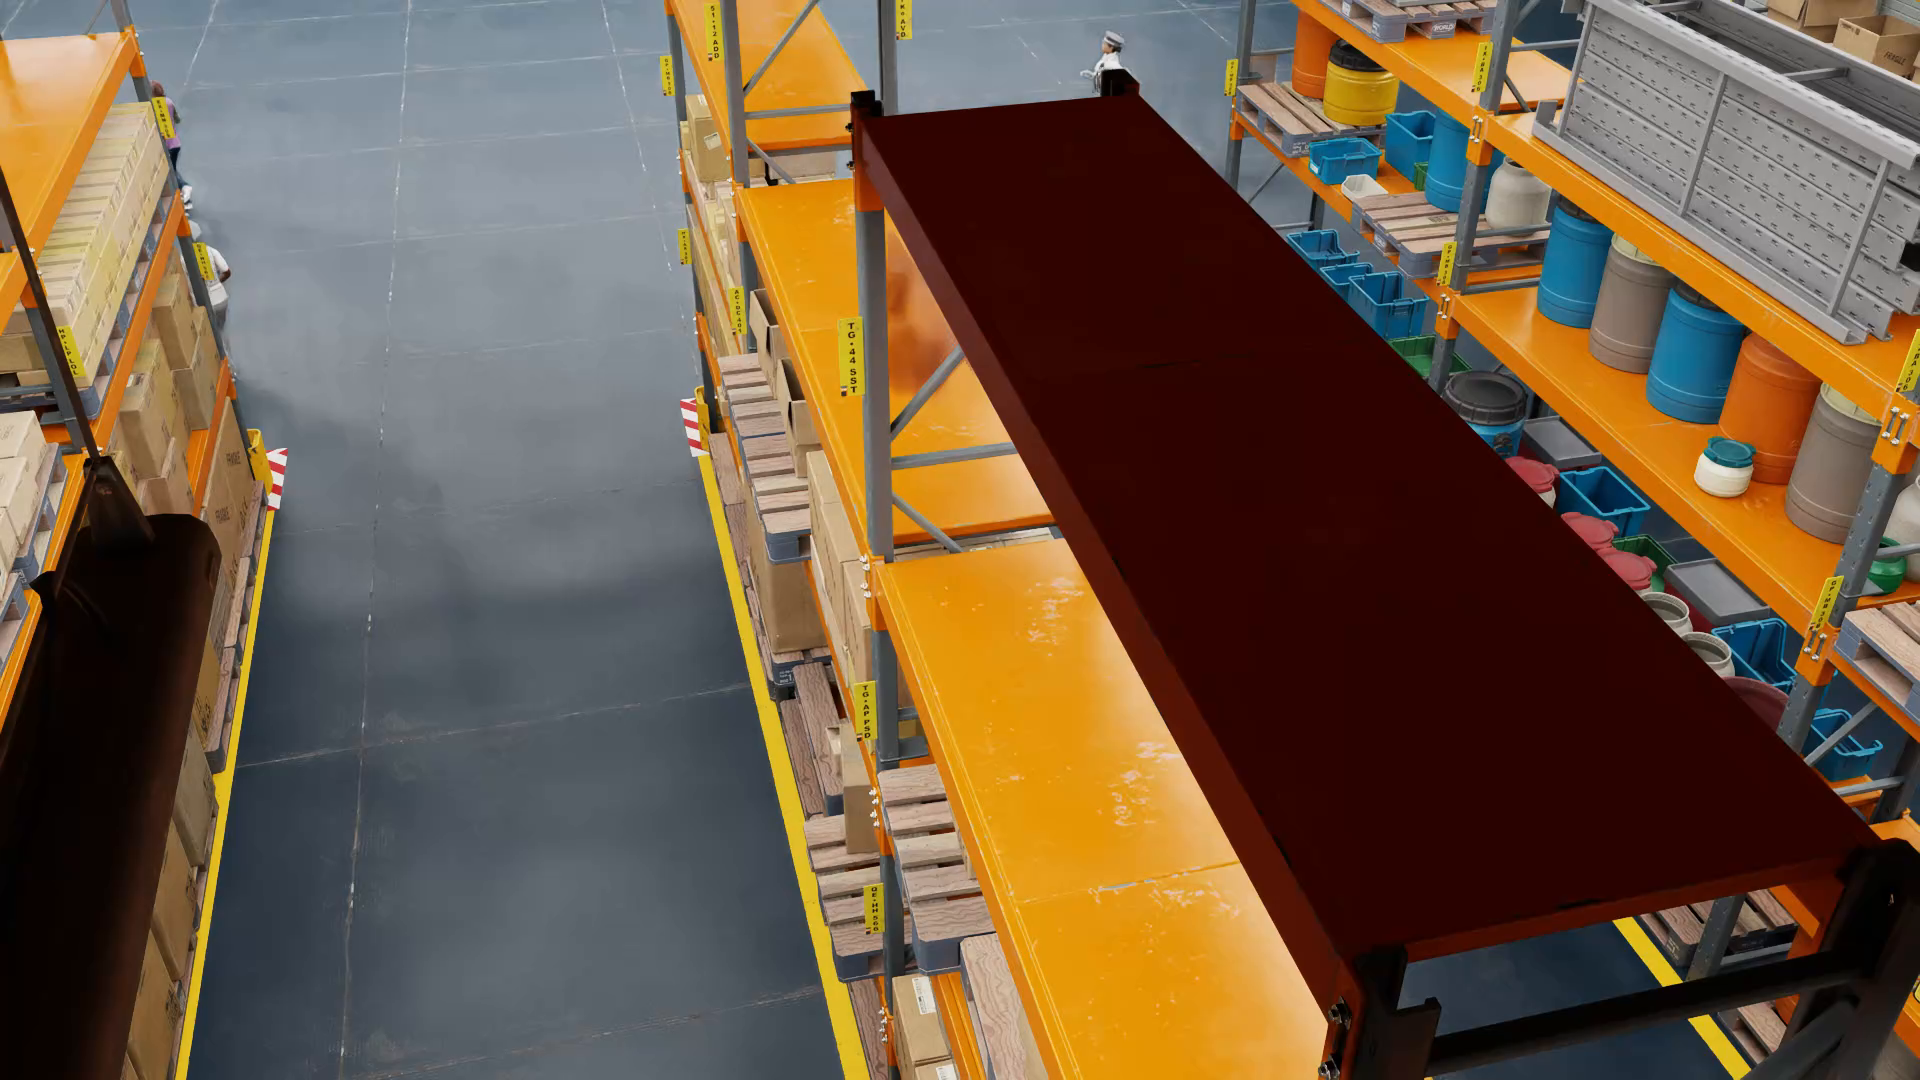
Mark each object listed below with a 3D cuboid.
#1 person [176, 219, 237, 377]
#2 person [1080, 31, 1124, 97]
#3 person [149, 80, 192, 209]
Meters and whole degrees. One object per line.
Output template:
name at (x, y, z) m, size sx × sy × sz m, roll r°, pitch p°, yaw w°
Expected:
person at (-7.236, -2.267, 15.967) m, size 0.595 × 1.668 × 0.610 m, roll 27°, pitch 43°, yaw 34°
person at (1.815, -5.403, 20.447) m, size 0.924 × 1.691 × 0.604 m, roll 4°, pitch 35°, yaw 6°
person at (-9.298, -4.620, 19.465) m, size 0.563 × 1.554 × 0.555 m, roll 13°, pitch 37°, yaw 19°
